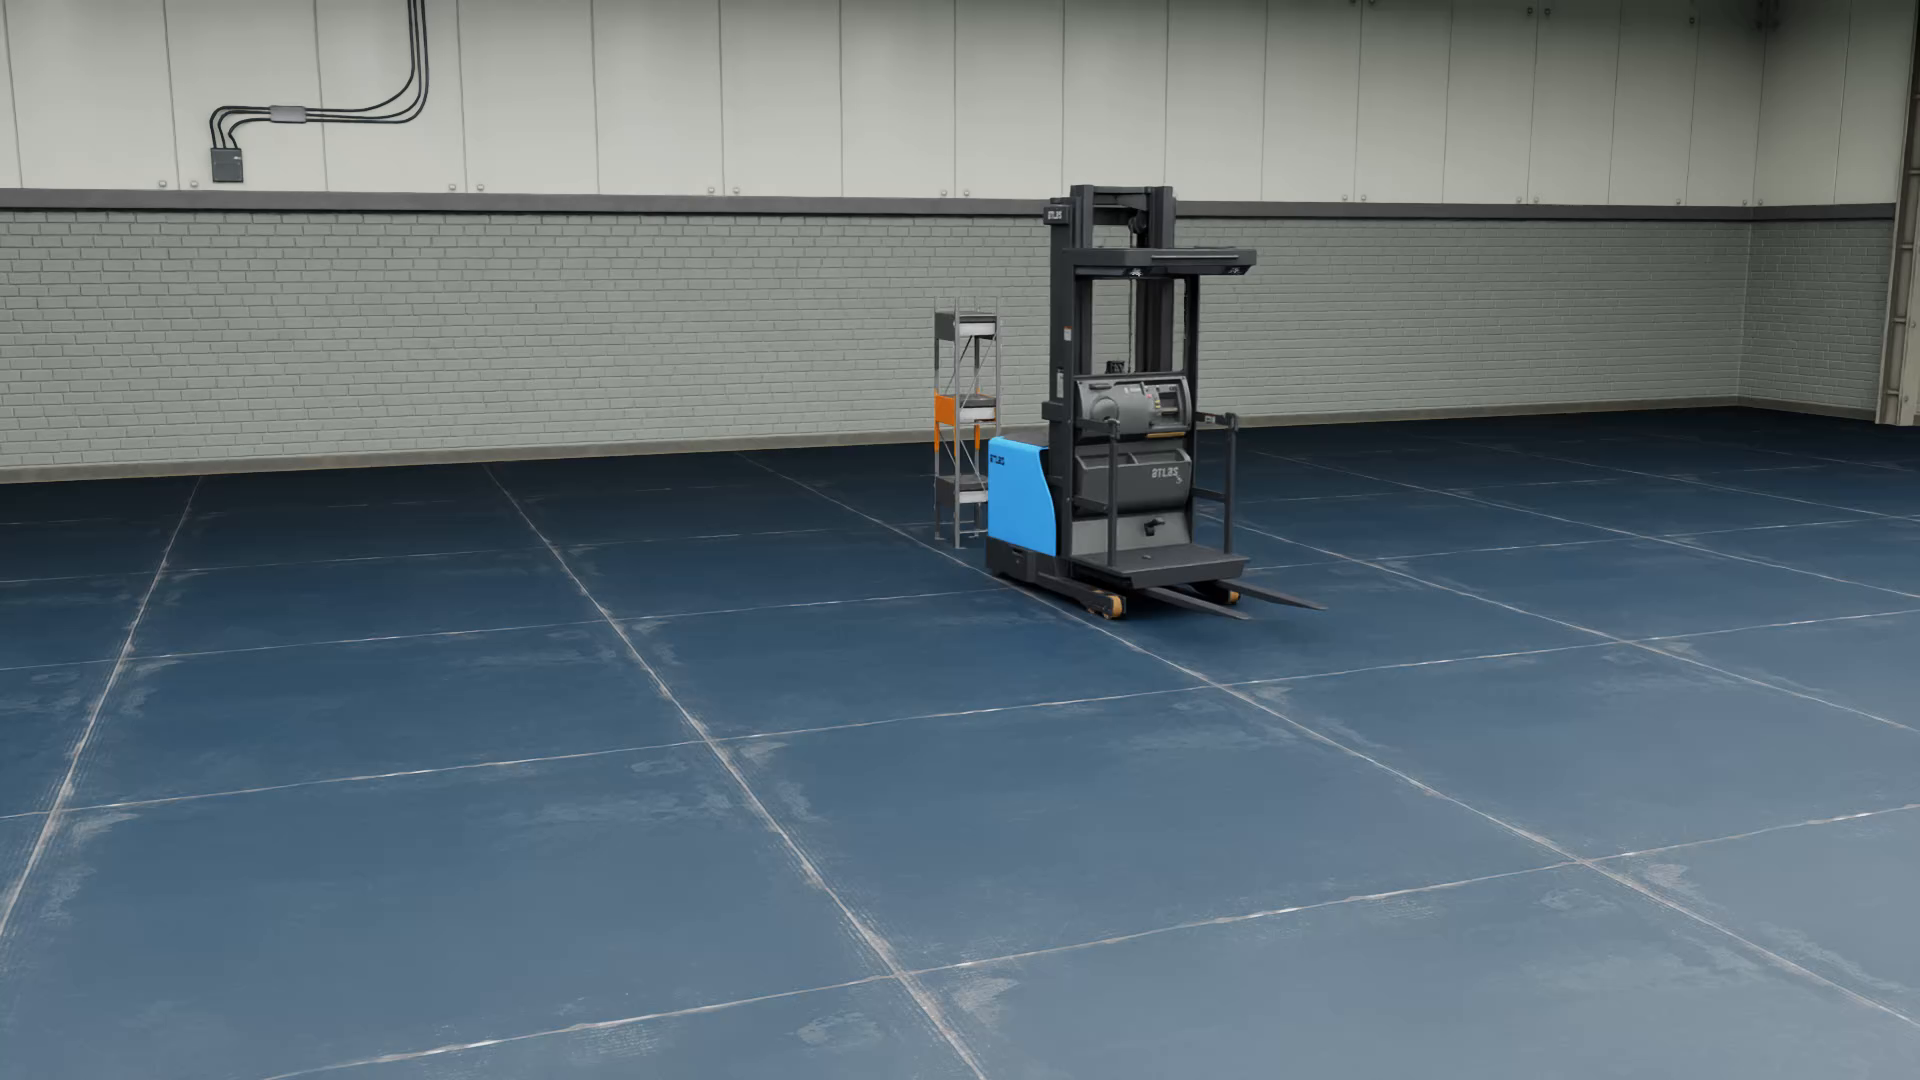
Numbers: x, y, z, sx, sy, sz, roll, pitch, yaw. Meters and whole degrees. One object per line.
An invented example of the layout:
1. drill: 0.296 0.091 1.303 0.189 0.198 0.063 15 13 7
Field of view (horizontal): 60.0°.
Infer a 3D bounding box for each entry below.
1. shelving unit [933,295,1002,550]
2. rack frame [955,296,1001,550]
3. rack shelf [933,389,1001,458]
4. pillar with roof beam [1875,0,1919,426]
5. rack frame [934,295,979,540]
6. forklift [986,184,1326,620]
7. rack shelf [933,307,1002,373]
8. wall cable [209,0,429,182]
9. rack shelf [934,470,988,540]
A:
1. shelving unit: 0.060 -1.007 14.084 0.431 2.100 0.503 -4 11 -21
2. rack frame: 0.148 -0.967 13.860 0.400 2.100 0.015 -4 11 -21
3. rack shelf: 0.060 -0.993 14.087 0.431 0.518 0.480 -4 11 -21
4. pillar with roof beam: 9.303 -5.806 21.367 9.100 9.000 0.400 -4 11 -21
5. rack frame: -0.028 -1.047 14.308 0.400 2.100 0.015 -4 11 -21
6. forklift: 1.344 -0.992 11.627 1.130 2.935 3.031 -5 11 -28
7. rack shelf: 0.060 -1.683 13.964 0.431 0.518 0.480 -4 11 -21
8. wall cable: -7.025 -6.920 17.915 2.305 6.003 0.169 -4 11 -21
9. rack shelf: 0.060 -0.304 14.209 0.431 0.518 0.480 -4 11 -21
